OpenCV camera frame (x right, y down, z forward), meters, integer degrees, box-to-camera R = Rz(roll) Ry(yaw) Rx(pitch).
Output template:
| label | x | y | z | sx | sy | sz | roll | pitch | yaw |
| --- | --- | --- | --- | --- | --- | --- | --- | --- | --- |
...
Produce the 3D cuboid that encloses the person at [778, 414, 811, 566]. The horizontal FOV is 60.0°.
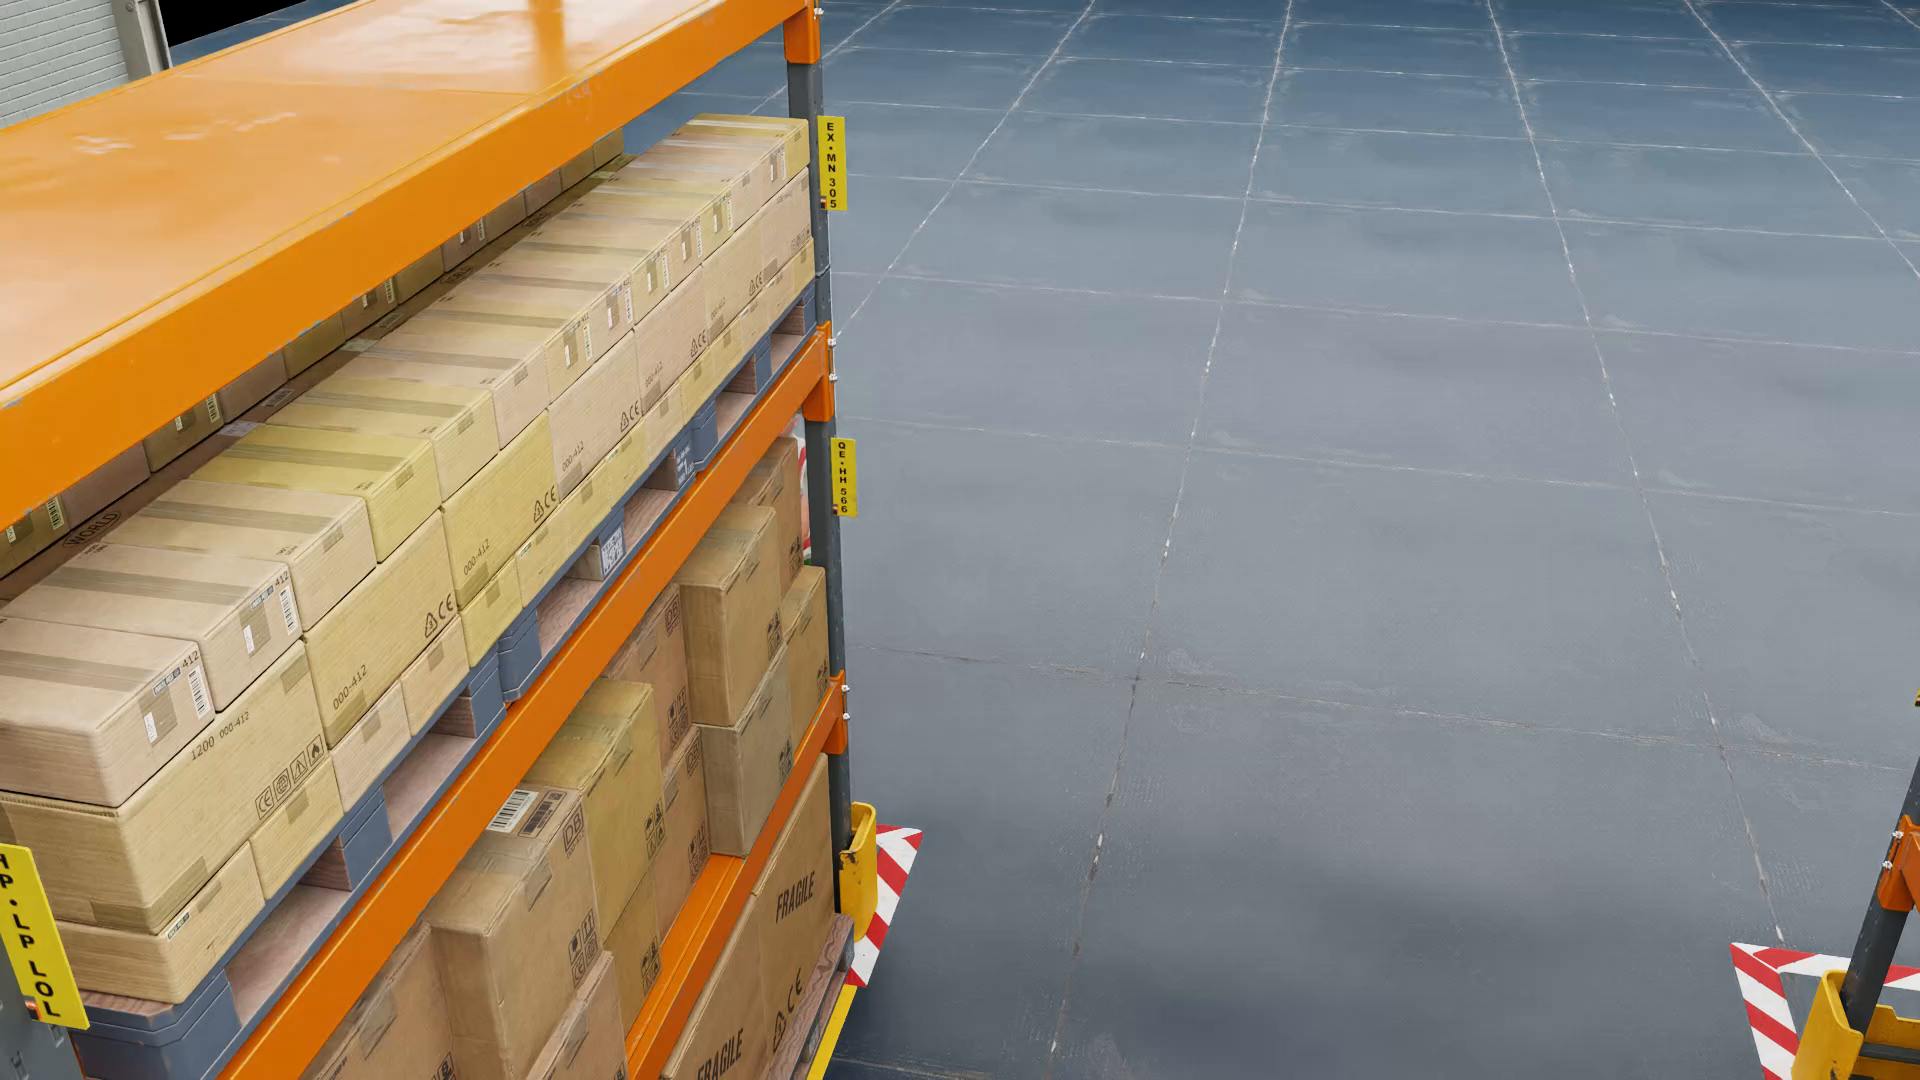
| label | x | y | z | sx | sy | sz | roll | pitch | yaw |
| --- | --- | --- | --- | --- | --- | --- | --- | --- | --- |
| person | -0.928 | 0.107 | 8.407 | 0.497 | 1.785 | 0.561 | 6 | 29 | 11 |
